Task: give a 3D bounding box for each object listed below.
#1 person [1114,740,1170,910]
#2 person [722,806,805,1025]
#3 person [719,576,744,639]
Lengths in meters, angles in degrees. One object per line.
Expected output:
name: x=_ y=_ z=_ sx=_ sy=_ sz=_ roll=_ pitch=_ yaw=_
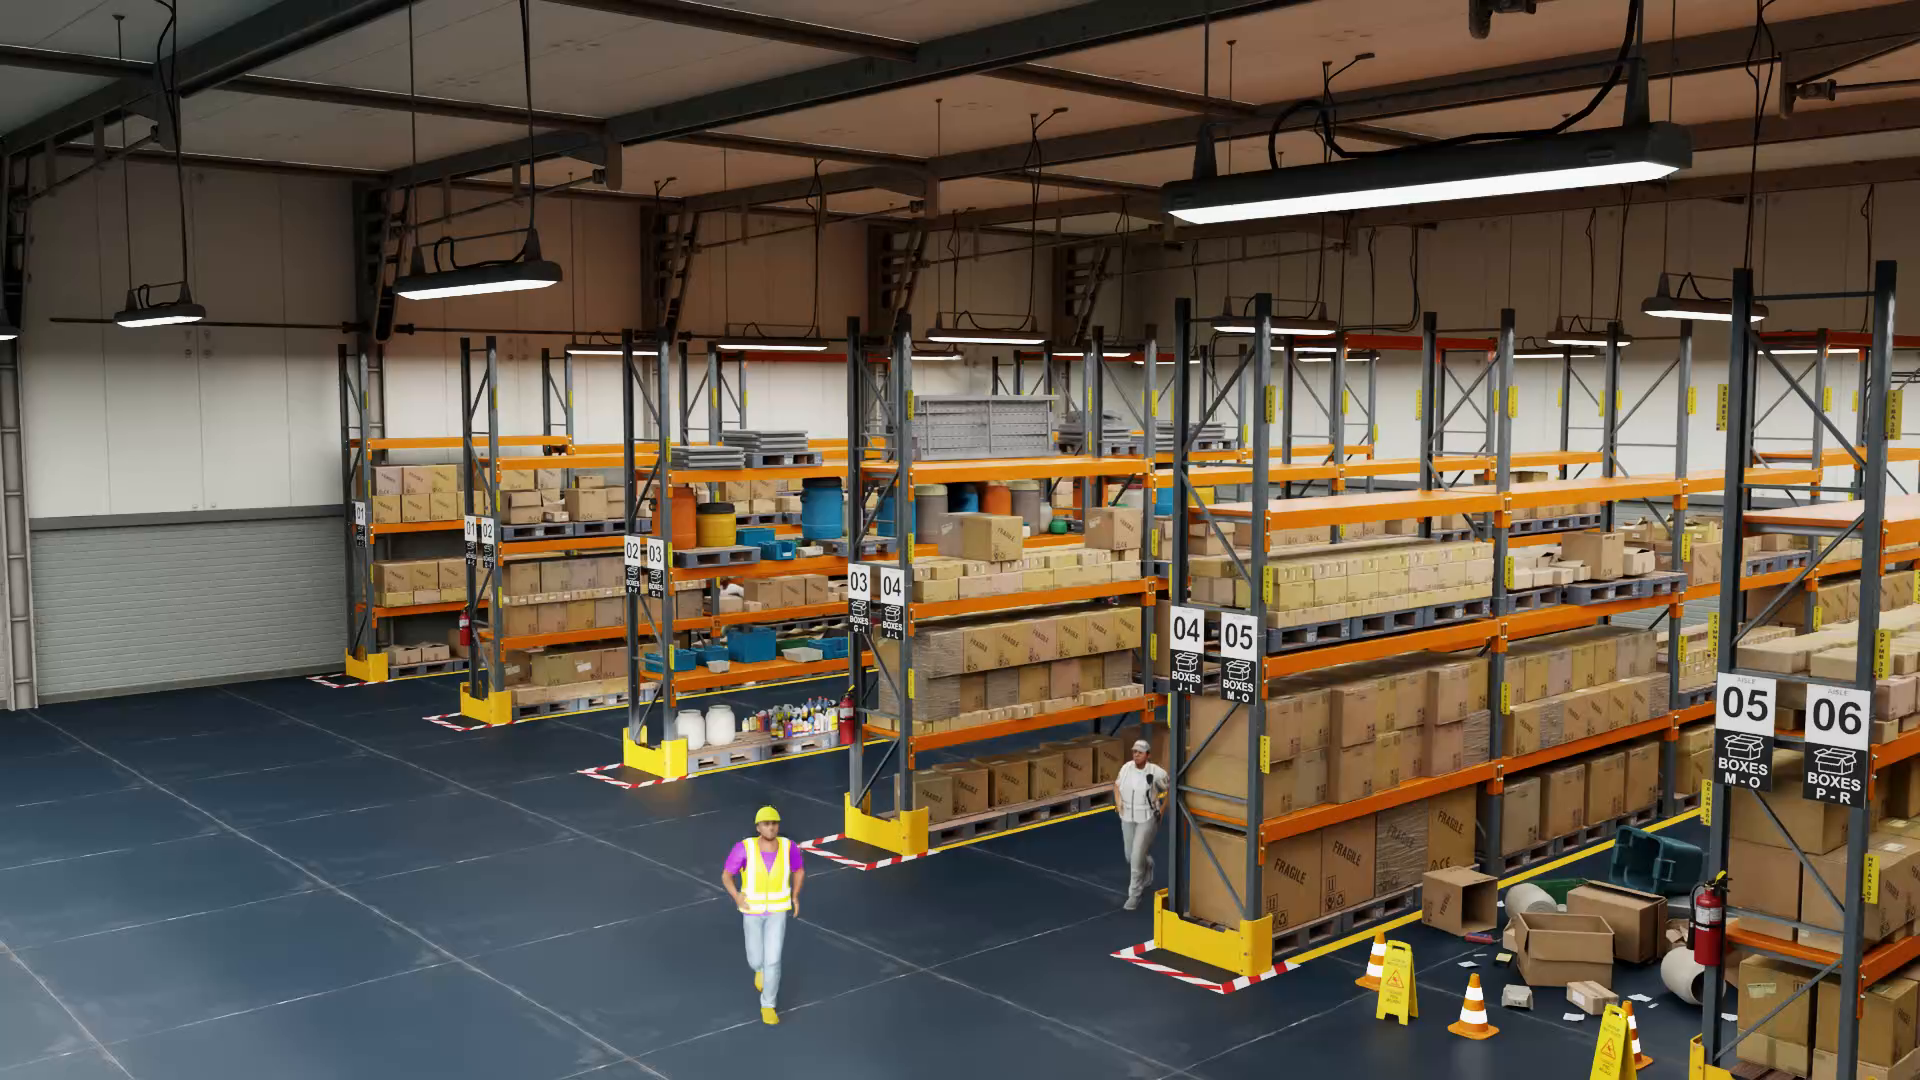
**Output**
person: x=1.846 y=2.842 z=16.893 sx=0.611 sy=1.665 sz=0.816 roll=3 pitch=6 yaw=32
person: x=-1.624 y=3.070 z=13.830 sx=0.692 sy=1.752 sz=0.723 roll=-1 pitch=5 yaw=-12
person: x=-4.449 y=1.444 z=31.860 sx=0.743 sy=1.714 sz=0.726 roll=-5 pitch=7 yaw=-43
